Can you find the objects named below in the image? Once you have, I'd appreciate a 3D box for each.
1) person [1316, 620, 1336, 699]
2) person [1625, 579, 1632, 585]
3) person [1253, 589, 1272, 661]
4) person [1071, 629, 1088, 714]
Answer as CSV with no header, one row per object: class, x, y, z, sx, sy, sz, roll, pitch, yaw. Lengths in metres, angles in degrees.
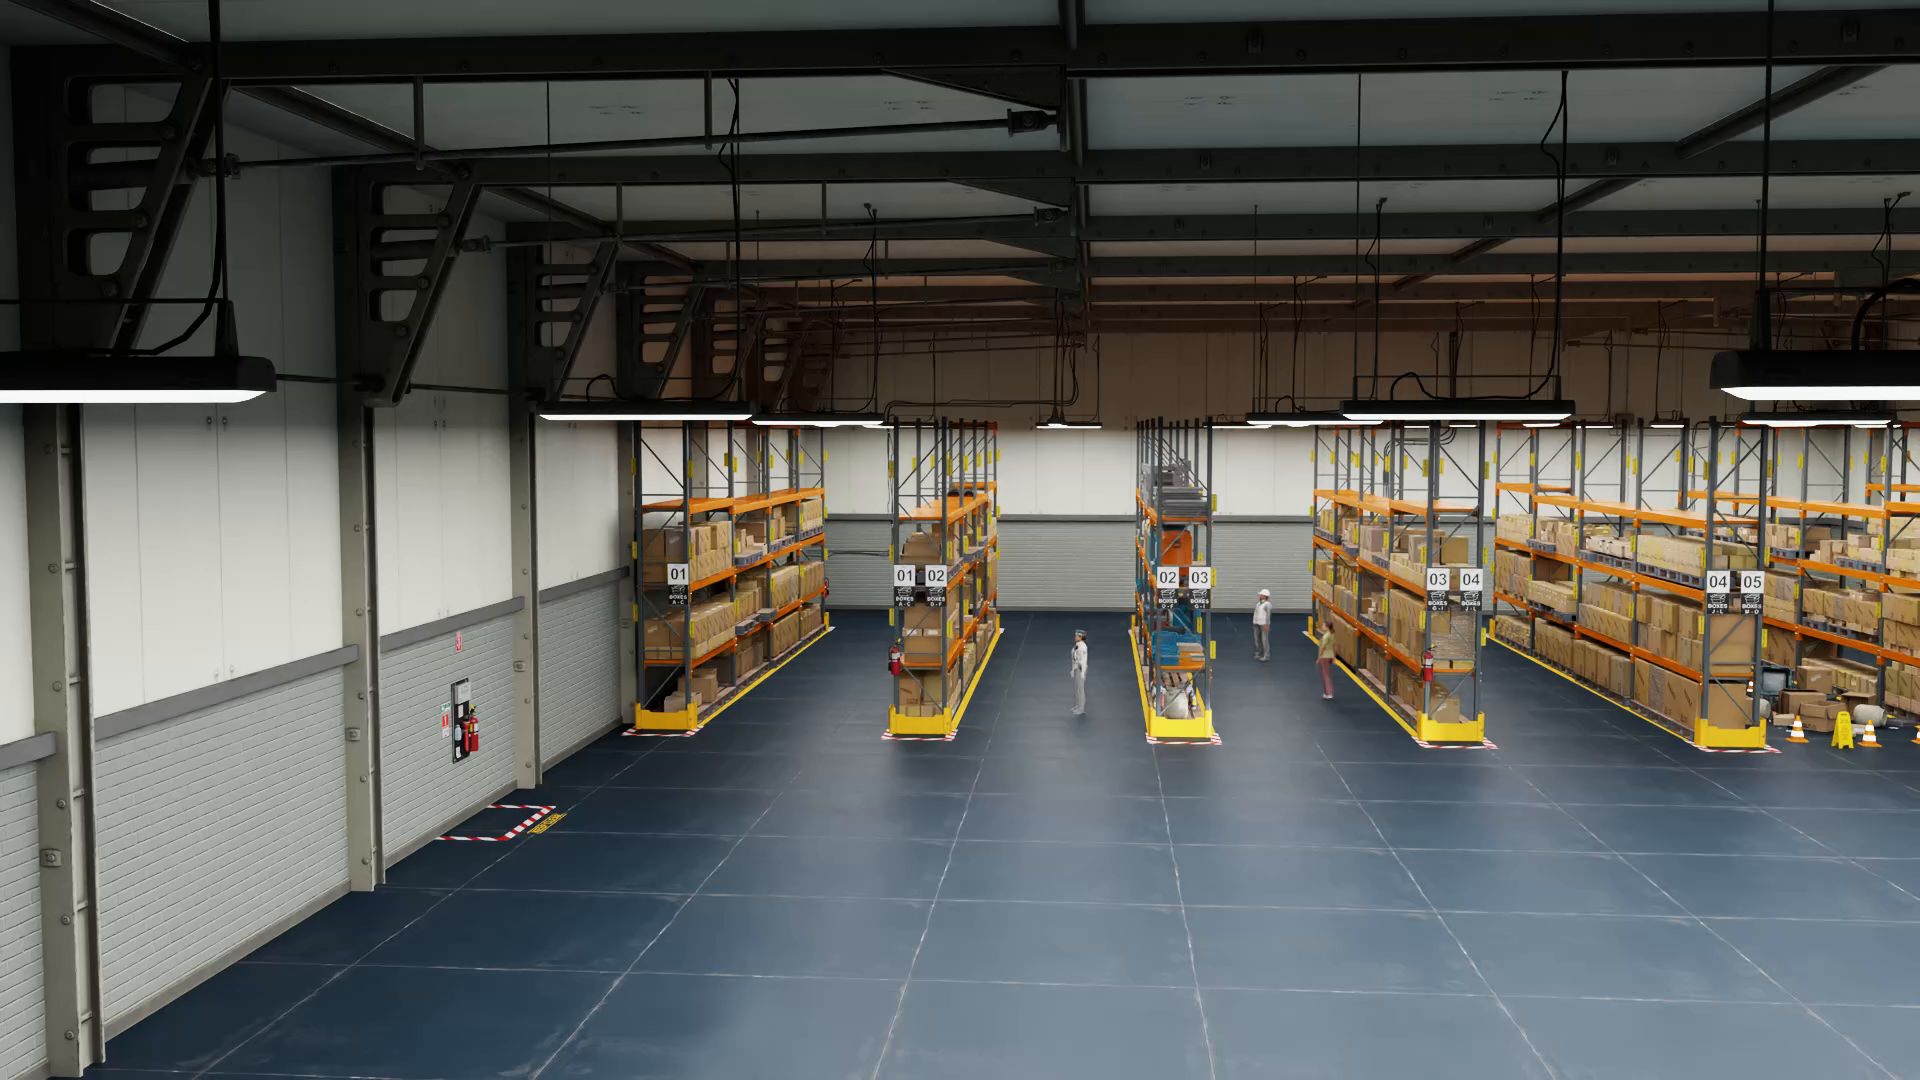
person,7.818,2.569,35.595,0.493,1.707,0.471,-3,5,-41
person,18.992,1.817,47.194,0.519,1.619,0.531,0,4,4
person,7.561,2.122,41.725,0.475,1.769,0.559,-3,5,-38
person,2.409,2.671,33.893,0.376,1.701,0.511,-1,4,-9
